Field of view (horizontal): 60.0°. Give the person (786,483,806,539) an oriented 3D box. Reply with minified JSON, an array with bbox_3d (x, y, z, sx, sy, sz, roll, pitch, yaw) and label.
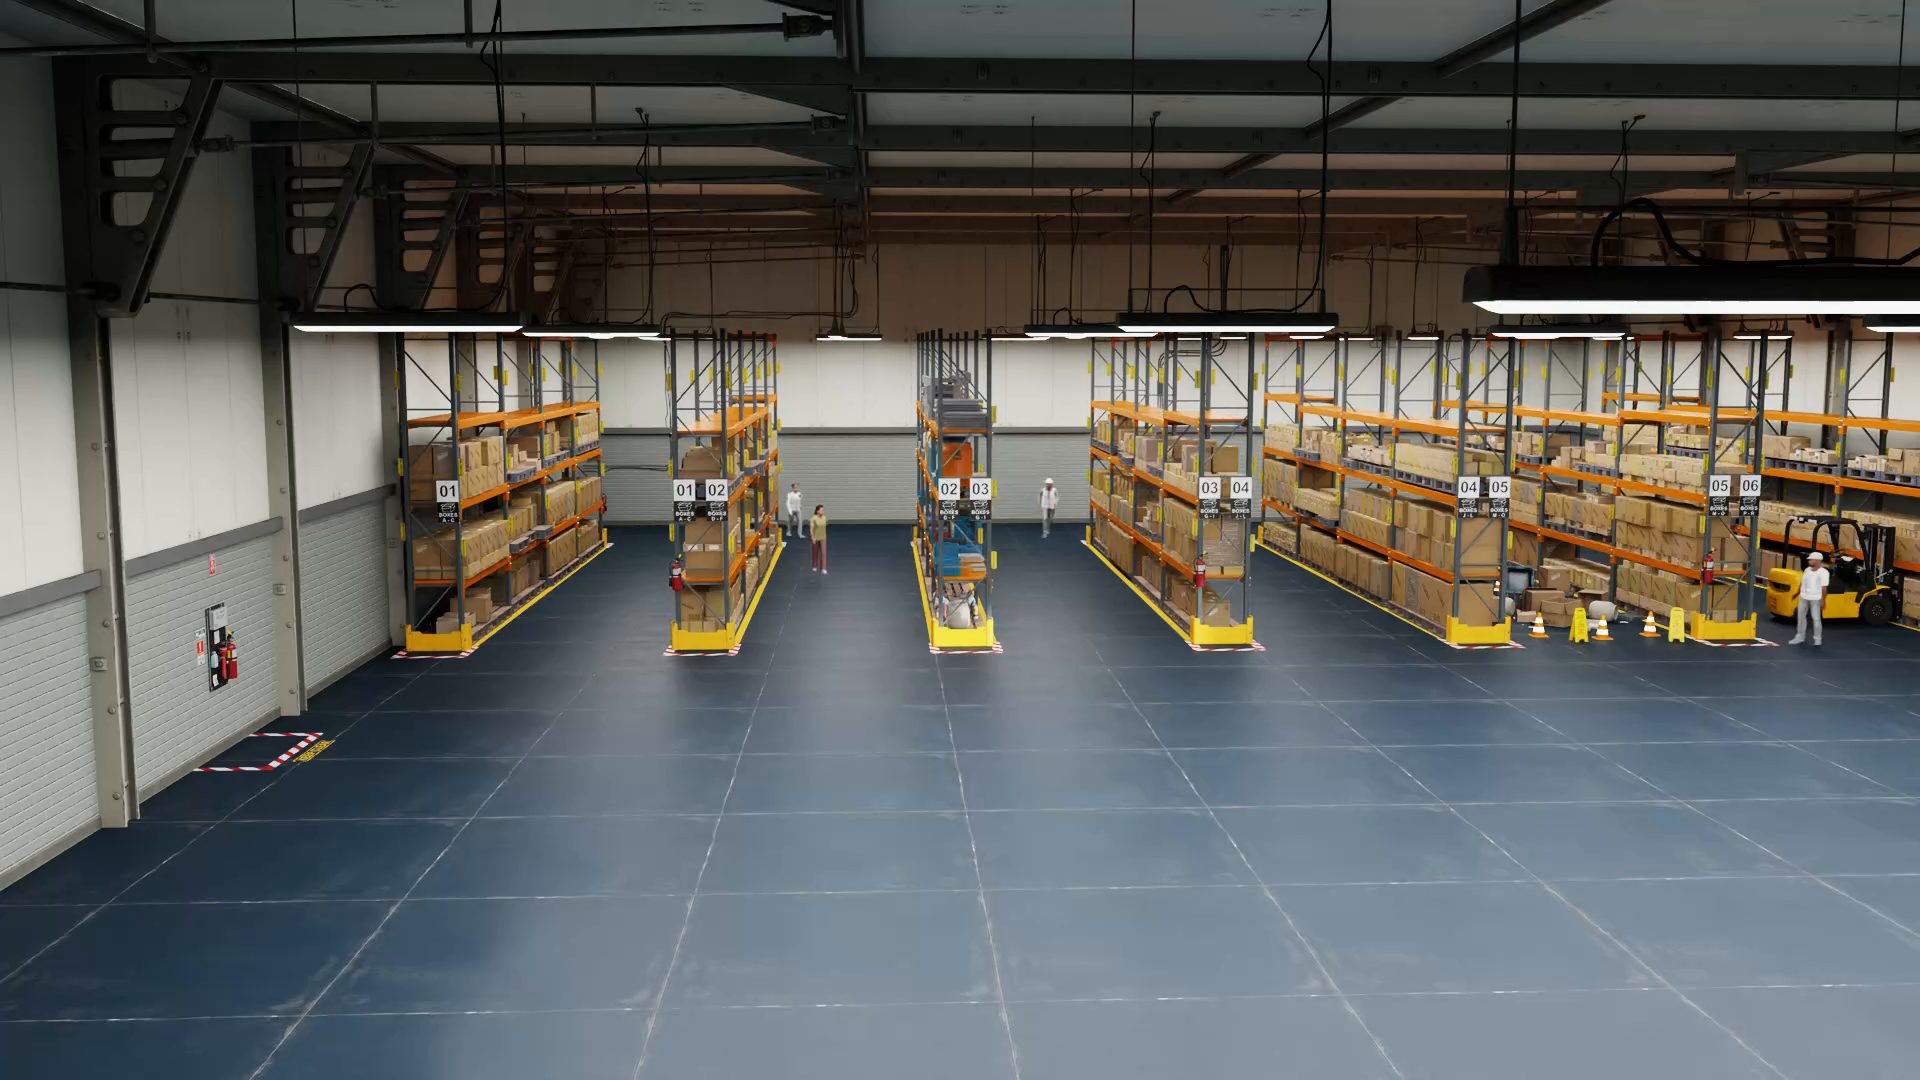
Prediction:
[{"bbox_3d":[-4.848,-0.861,48.988,0.530,1.635,0.984,-3,8,-27],"label":"person"}]

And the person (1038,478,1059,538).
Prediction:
[{"bbox_3d":[2.634,-0.960,49.569,0.607,1.775,0.935,0,7,-3],"label":"person"}]

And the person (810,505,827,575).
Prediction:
[{"bbox_3d":[-3.352,-0.017,39.326,0.412,1.631,0.983,-1,7,-9],"label":"person"}]

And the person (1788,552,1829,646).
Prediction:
[{"bbox_3d":[16.140,1.111,31.636,0.431,1.779,0.739,-3,8,-26],"label":"person"}]
